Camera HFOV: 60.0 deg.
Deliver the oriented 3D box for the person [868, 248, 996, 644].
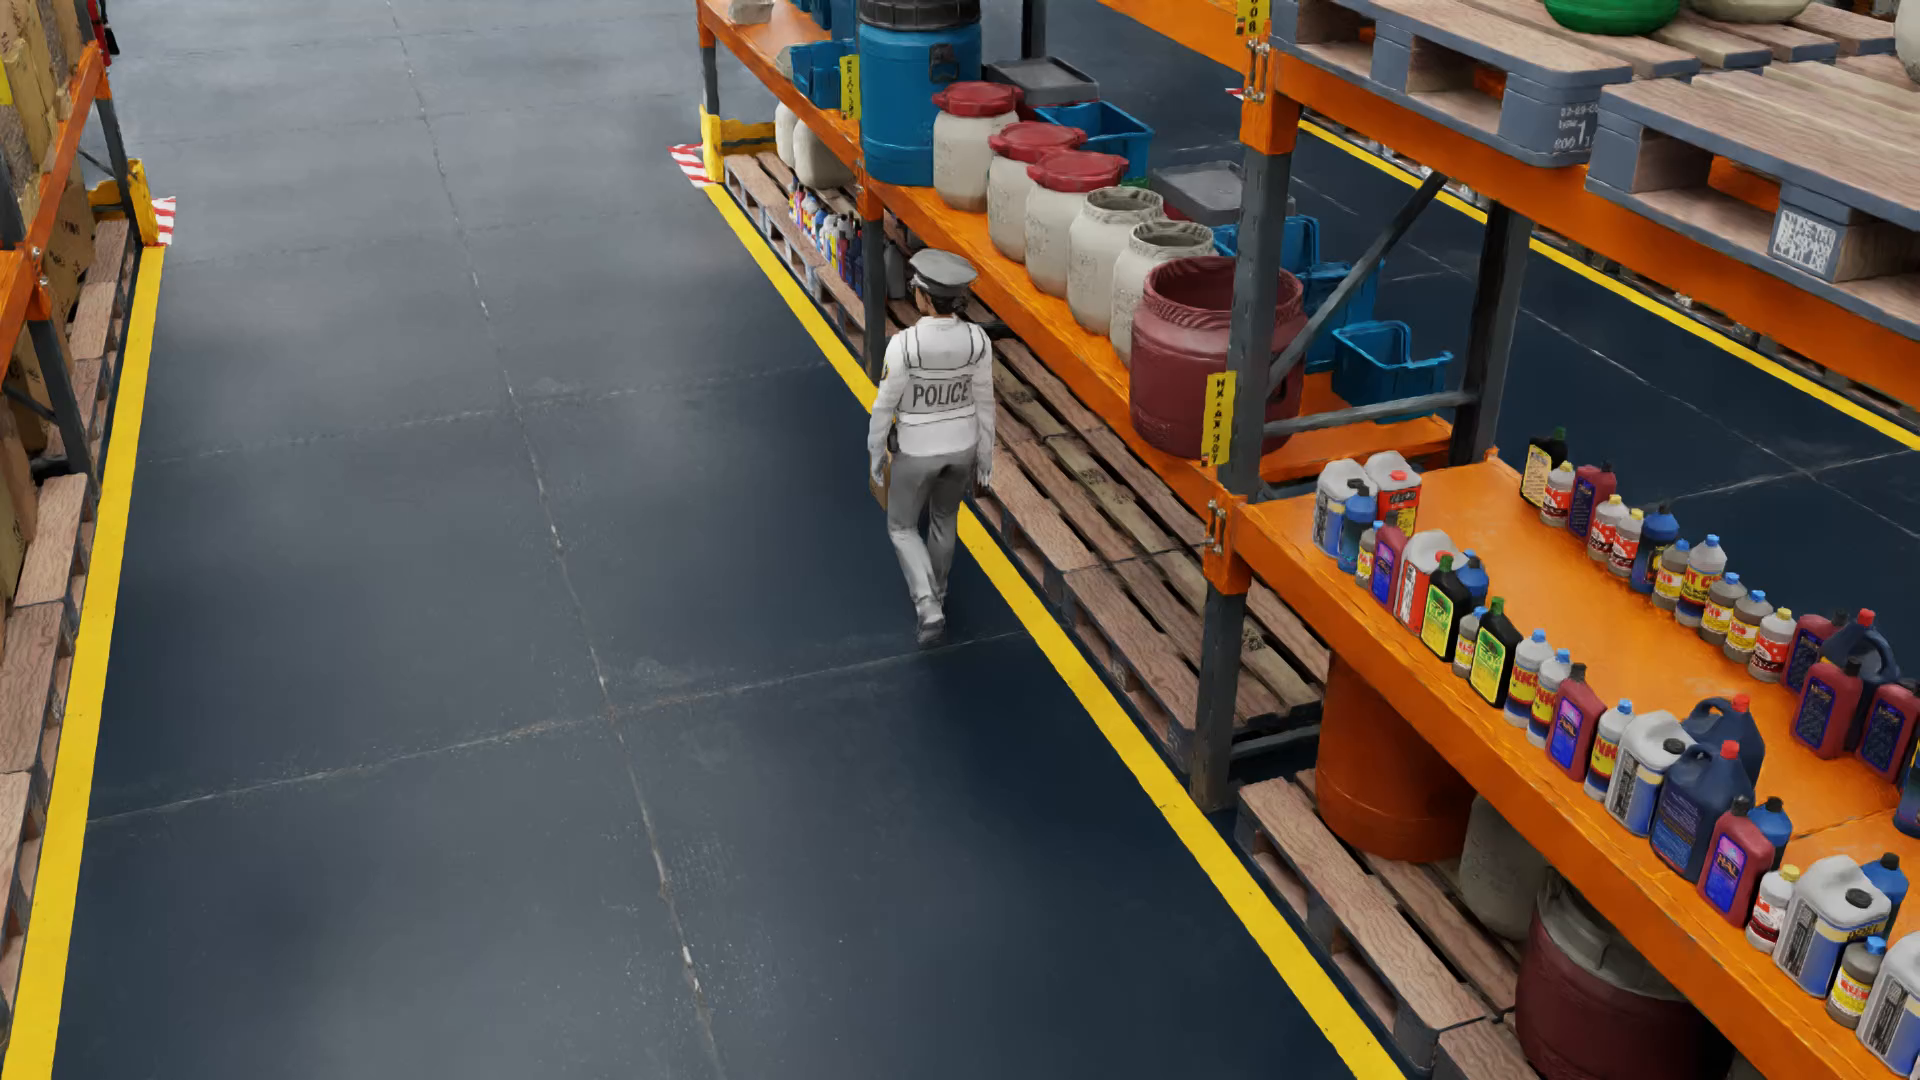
[{"bbox_3d":[-0.104,-0.359,6.726,0.523,1.651,0.745,-9,31,-15],"label":"person"}]
